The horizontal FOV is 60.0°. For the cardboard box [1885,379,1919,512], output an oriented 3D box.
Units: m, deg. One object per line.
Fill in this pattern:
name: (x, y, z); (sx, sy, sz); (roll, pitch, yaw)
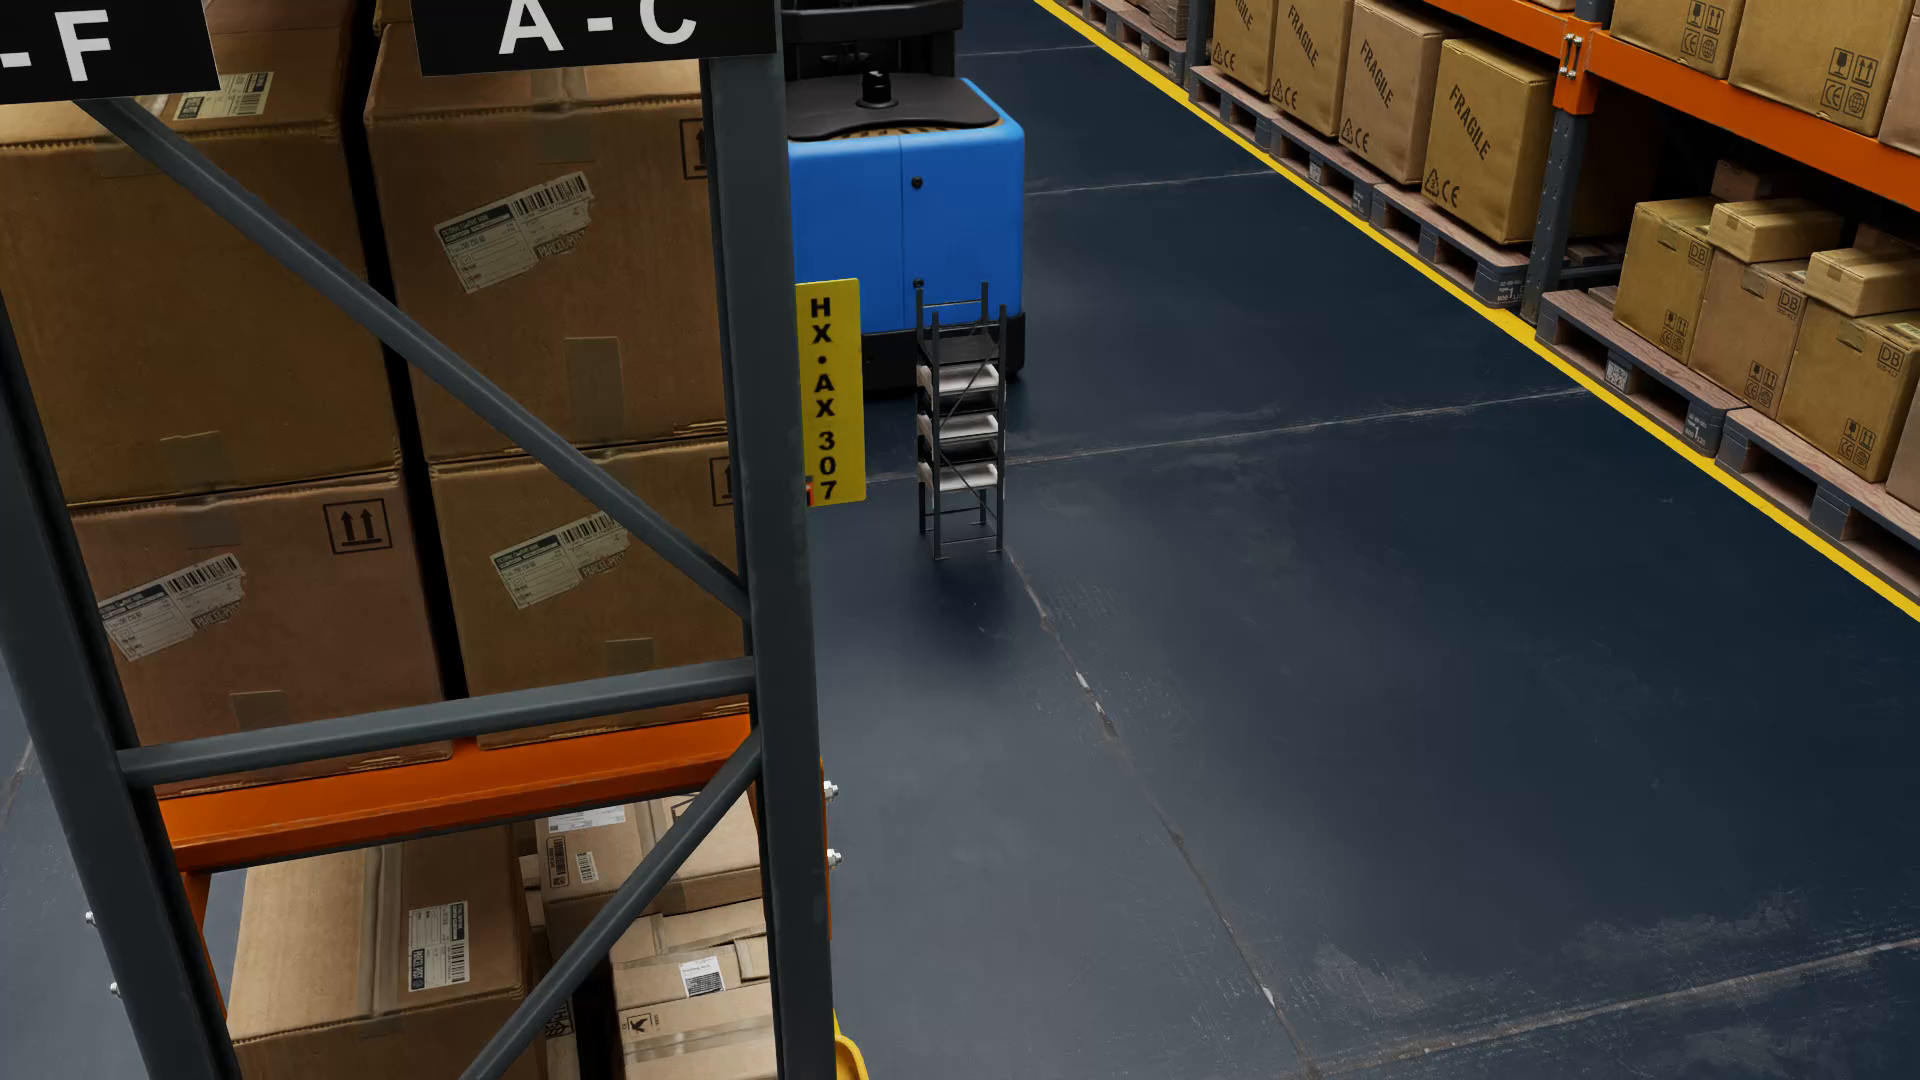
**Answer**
cardboard box: (3.524, -0.314, 5.374); (0.700, 0.500, 0.500); (-9, 31, -15)

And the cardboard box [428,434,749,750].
cardboard box: (-0.566, -0.037, 2.720); (0.500, 0.500, 0.500); (-7, 31, -12)

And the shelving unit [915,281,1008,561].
shelving unit: (0.002, -0.386, 5.518); (0.258, 0.900, 0.210); (-8, 31, -13)

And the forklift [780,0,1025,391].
forklift: (-0.628, -2.553, 7.235); (1.130, 2.935, 3.031); (-8, 31, -14)

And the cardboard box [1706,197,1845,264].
cardboard box: (3.026, -1.153, 6.176); (0.380, 0.149, 0.250); (-7, 31, -12)

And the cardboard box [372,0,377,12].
cardboard box: (-1.363, -0.892, 3.199); (0.500, 0.500, 0.500); (-7, 31, -12)

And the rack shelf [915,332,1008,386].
rack shelf: (0.002, -0.590, 5.399); (0.258, 0.077, 0.200); (-8, 31, -13)

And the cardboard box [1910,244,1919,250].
cardboard box: (3.542, -0.935, 5.800); (0.380, 0.149, 0.250); (-8, 31, -13)

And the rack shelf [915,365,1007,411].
rack shelf: (0.002, -0.512, 5.444); (0.258, 0.077, 0.200); (-8, 31, -13)

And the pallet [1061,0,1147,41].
pallet: (1.423, -4.027, 12.497); (1.003, 0.211, 1.213); (-8, 31, -13)

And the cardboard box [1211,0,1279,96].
cardboard box: (2.018, -3.147, 9.920); (0.750, 0.750, 0.750); (-8, 31, -14)

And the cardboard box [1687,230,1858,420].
cardboard box: (3.241, -0.819, 6.246); (0.700, 0.500, 0.500); (-8, 31, -14)

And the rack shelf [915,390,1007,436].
rack shelf: (0.002, -0.435, 5.489); (0.258, 0.077, 0.200); (-8, 31, -13)

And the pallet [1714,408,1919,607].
pallet: (3.465, -0.162, 5.819); (1.003, 0.211, 1.213); (-8, 31, -13)

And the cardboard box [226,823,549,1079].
cardboard box: (-1.084, 0.917, 3.227); (0.500, 0.500, 0.500); (-8, 31, -13)

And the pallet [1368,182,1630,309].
pallet: (2.734, -1.492, 8.118); (1.003, 0.211, 1.213); (-8, 31, -13)

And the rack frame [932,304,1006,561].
rack frame: (0.029, -0.336, 5.433); (0.240, 0.900, 0.006); (-8, 31, -13)

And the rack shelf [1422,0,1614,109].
rack shelf: (2.480, -2.991, 8.642); (1.077, 0.370, 4.000); (-8, 31, -13)

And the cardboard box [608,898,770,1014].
cardboard box: (-0.548, 0.923, 3.550); (0.380, 0.166, 0.250); (-8, 31, -13)

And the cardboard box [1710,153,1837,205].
cardboard box: (3.264, -1.439, 6.670); (0.380, 0.149, 0.250); (-8, 31, -14)

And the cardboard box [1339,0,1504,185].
cardboard box: (2.474, -2.313, 8.479); (0.750, 0.750, 0.750); (-7, 31, -12)

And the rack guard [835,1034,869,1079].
rack guard: (-0.722, 1.301, 3.003); (1.175, 0.500, 0.348); (-8, 31, -13)

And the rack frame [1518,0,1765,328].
rack frame: (3.011, -2.337, 6.793); (1.000, 3.000, 0.127); (-8, 31, -13)

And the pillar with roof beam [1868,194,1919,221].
pillar with roof beam: (-0.120, -4.138, 3.915); (9.100, 9.000, 0.400); (-8, 31, -13)

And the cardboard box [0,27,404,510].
cardboard box: (-1.086, -0.399, 2.346); (0.500, 0.500, 0.500); (-8, 31, -14)

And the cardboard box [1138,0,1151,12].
cardboard box: (1.683, -3.982, 11.692); (0.700, 0.500, 0.500); (-8, 31, -13)

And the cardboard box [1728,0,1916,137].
cardboard box: (3.328, -1.849, 5.651); (0.980, 0.700, 0.700); (-9, 31, -15)

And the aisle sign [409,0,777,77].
aisle sign: (-0.401, -0.875, 1.673); (0.394, 0.787, 0.004); (-8, 31, -13)

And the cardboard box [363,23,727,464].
cardboard box: (-0.566, -0.470, 2.469); (0.500, 0.500, 0.500); (-7, 31, -12)

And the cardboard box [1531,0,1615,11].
cardboard box: (2.648, -2.362, 7.068); (0.380, 0.149, 0.250); (-8, 31, -13)

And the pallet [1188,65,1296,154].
pallet: (2.086, -2.671, 10.154); (1.003, 0.211, 1.213); (-8, 31, -13)

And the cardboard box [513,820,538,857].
cardboard box: (-1.307, 0.563, 4.089); (0.500, 0.250, 0.500); (-8, 31, -13)
